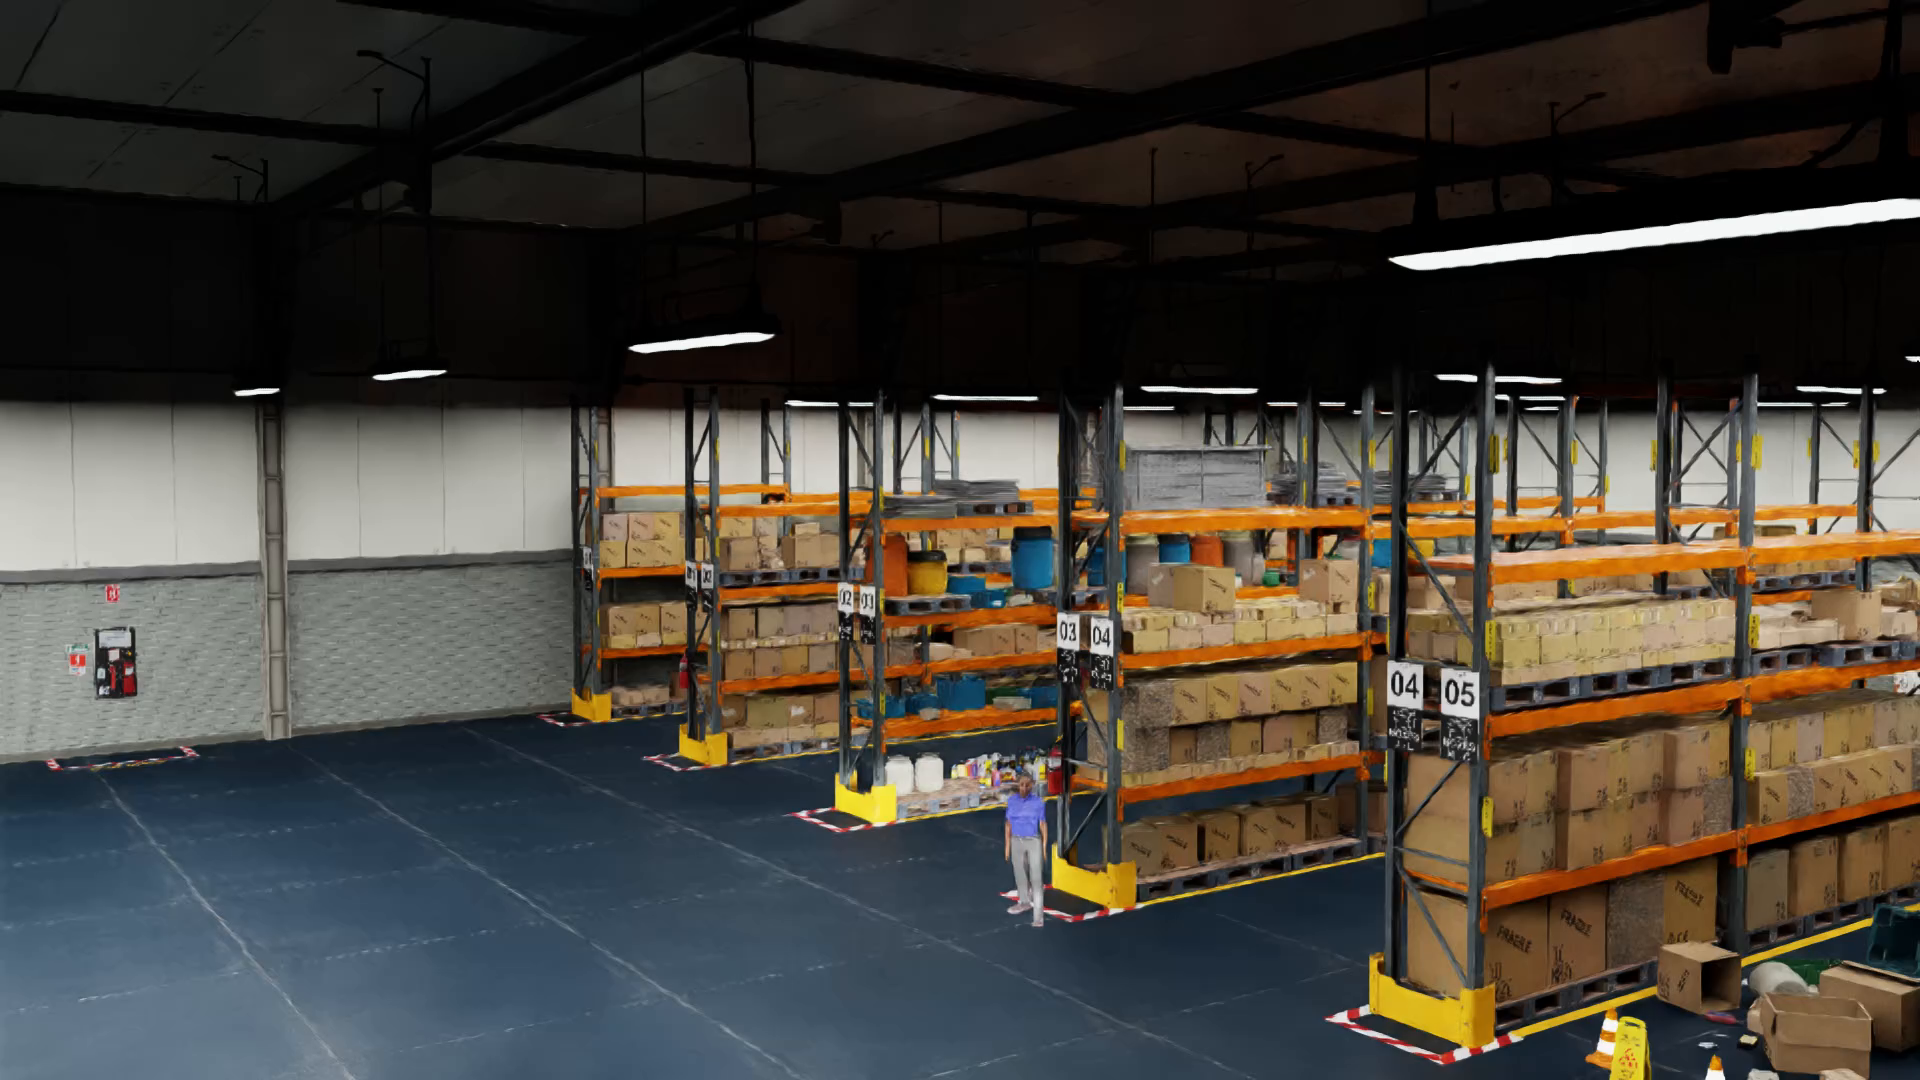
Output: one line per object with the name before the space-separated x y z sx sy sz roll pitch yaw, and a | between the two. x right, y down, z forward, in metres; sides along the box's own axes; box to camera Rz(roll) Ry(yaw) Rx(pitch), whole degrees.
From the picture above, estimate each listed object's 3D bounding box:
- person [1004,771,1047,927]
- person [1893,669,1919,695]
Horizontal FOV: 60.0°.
person | 0.716 3.276 17.778 0.577 1.597 0.854 1 4 21
person | 15.854 2.679 27.877 0.552 1.628 0.694 0 3 5
